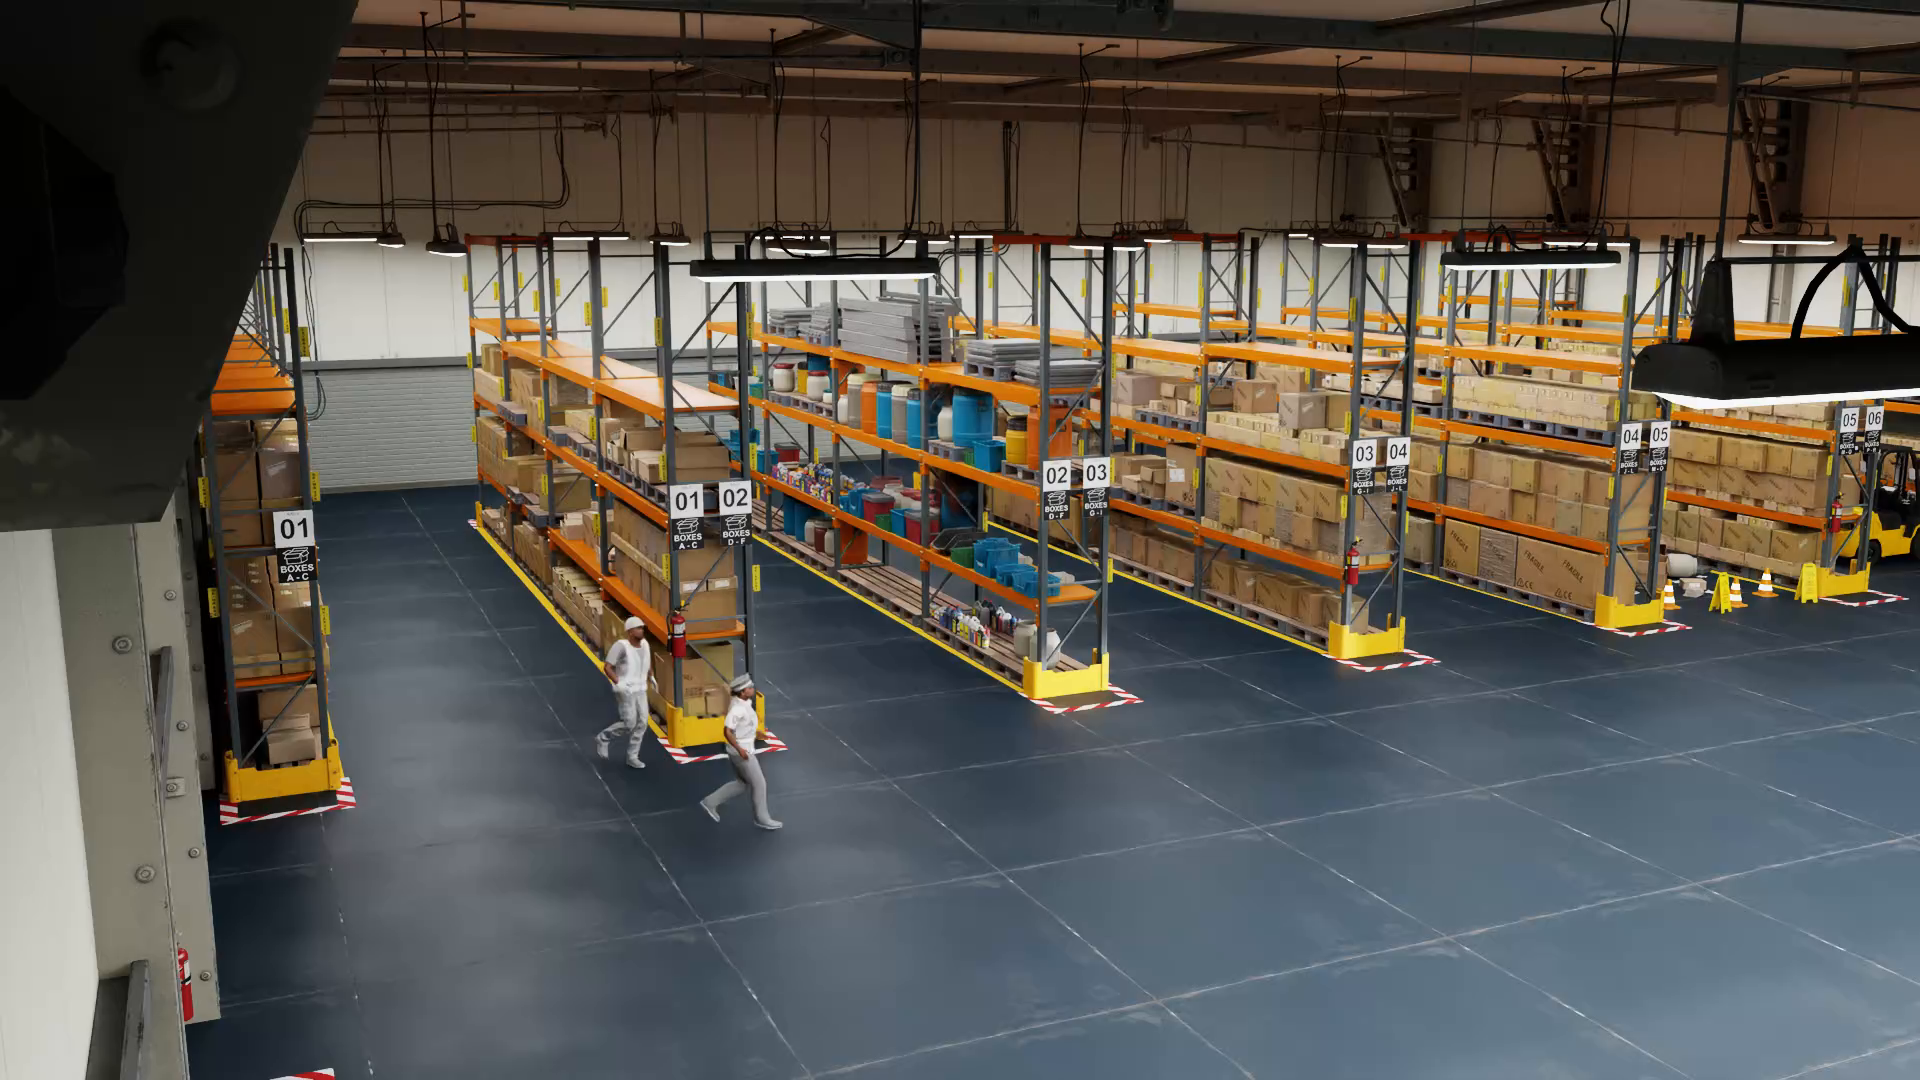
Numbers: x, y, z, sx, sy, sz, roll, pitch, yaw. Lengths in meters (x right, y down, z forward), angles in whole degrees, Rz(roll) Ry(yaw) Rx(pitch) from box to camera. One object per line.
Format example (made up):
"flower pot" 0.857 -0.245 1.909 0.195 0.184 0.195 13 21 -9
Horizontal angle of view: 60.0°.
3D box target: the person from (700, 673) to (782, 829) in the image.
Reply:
"person" -2.287 2.203 17.326 0.837 1.670 0.598 -1 11 -7

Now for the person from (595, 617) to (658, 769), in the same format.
"person" -3.873 1.750 19.552 0.670 1.738 0.718 6 13 30
